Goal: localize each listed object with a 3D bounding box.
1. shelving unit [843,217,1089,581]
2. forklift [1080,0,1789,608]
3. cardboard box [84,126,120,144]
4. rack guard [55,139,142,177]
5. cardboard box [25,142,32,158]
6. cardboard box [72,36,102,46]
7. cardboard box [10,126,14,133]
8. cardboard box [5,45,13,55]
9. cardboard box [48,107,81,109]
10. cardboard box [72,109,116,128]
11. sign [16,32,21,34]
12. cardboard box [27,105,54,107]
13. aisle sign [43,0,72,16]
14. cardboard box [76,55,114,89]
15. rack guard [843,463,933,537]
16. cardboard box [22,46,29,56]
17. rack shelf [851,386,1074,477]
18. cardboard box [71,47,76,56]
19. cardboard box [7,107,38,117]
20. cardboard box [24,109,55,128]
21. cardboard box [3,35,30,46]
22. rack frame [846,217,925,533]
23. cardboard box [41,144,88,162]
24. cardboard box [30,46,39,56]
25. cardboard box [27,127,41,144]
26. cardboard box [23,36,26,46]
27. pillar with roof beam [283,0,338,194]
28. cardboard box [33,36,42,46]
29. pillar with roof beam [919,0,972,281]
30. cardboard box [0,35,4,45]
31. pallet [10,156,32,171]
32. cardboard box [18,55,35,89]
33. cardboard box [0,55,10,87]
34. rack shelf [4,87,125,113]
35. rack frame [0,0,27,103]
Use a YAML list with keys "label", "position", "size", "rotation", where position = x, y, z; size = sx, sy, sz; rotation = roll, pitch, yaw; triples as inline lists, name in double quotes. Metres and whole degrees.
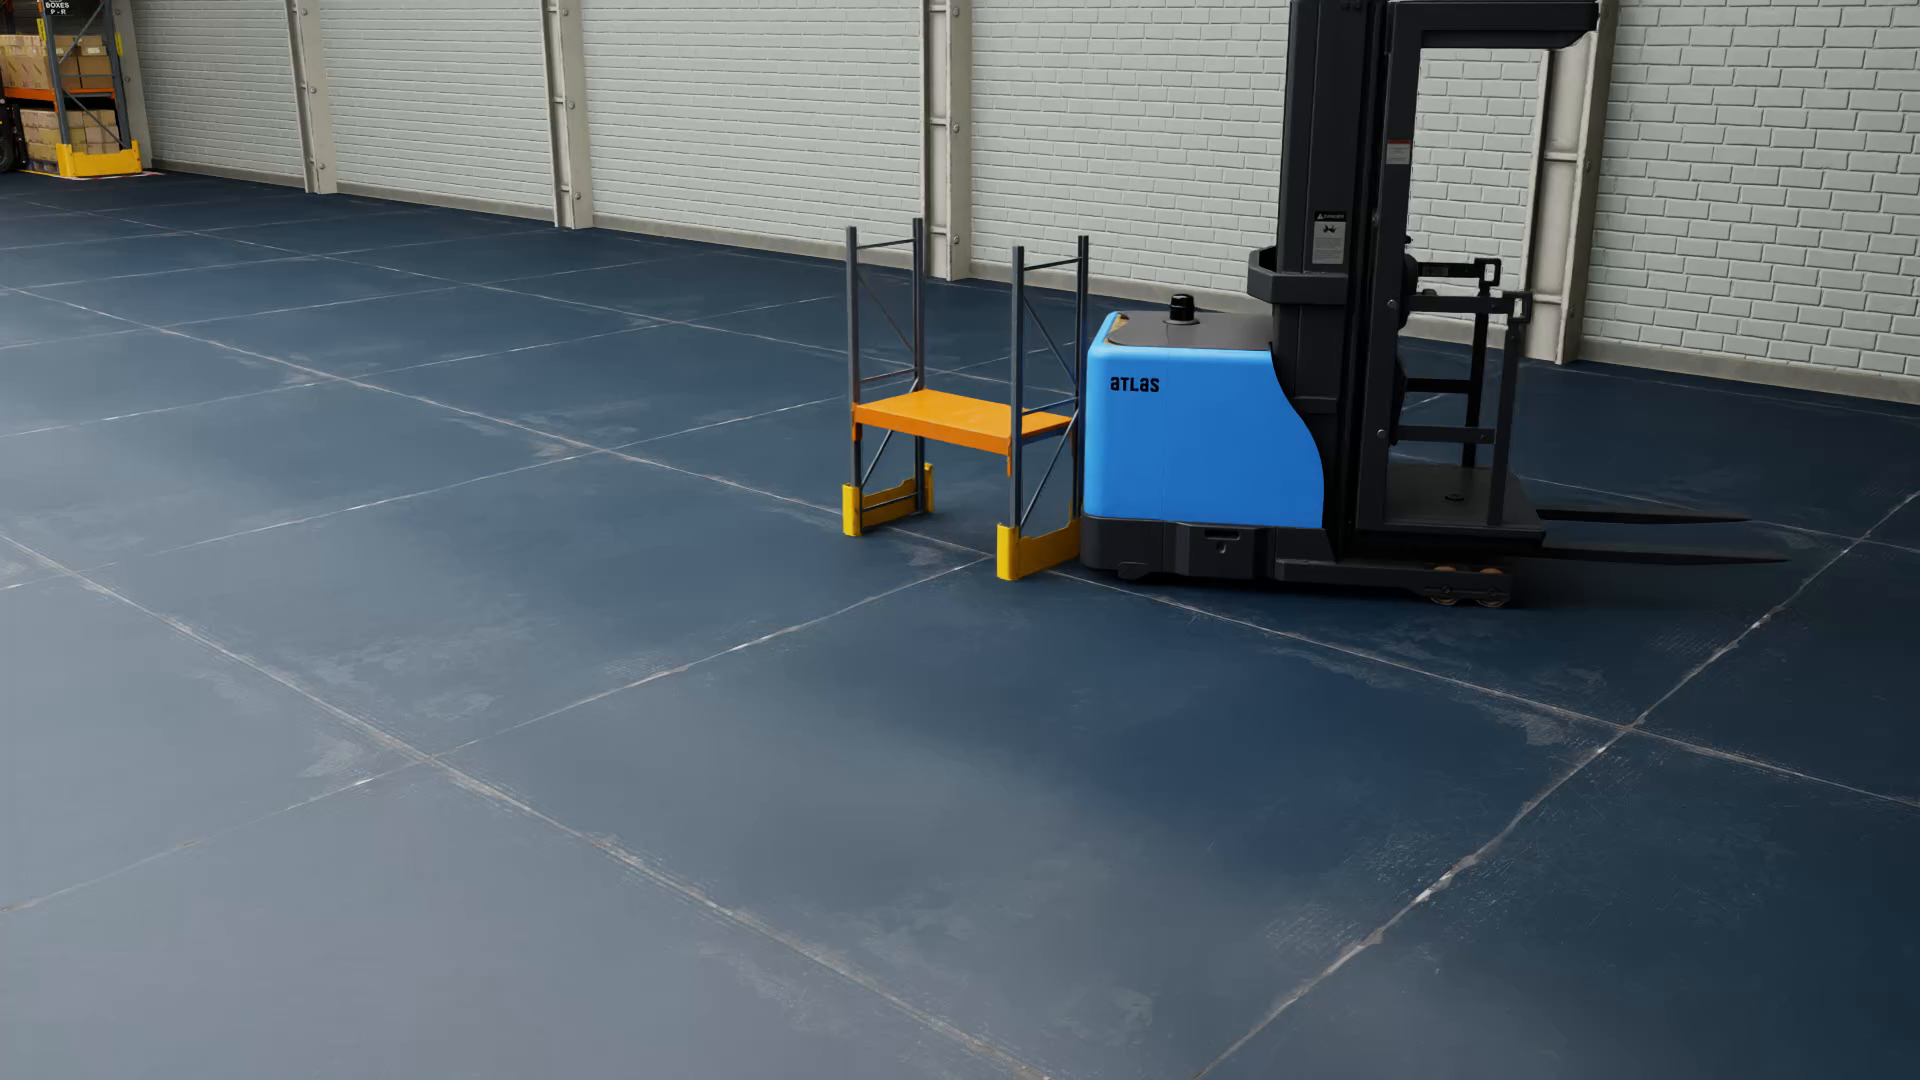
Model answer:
- label: "shelving unit"
  position: [0.016, -0.702, 7.845]
  size: [1.083, 1.500, 0.587]
  rotation: [15, 23, 39]
- label: "forklift"
  position: [2.111, -1.279, 7.296]
  size: [3.031, 2.935, 1.130]
  rotation: [3, 18, 10]
- label: "cardboard box"
  position: [-13.890, -6.529, 26.752]
  size: [0.500, 0.250, 0.500]
  rotation: [16, 23, 40]
- label: "rack guard"
  position: [-13.658, -6.064, 26.393]
  size: [0.348, 0.500, 1.175]
  rotation: [15, 23, 39]
- label: "cardboard box"
  position: [-14.971, -6.377, 27.098]
  size: [0.500, 0.250, 0.500]
  rotation: [15, 23, 40]
- label: "cardboard box"
  position: [-13.786, -7.875, 26.236]
  size: [0.250, 0.149, 0.380]
  rotation: [14, 23, 38]
- label: "cardboard box"
  position: [-15.388, -6.718, 27.347]
  size: [0.500, 0.250, 0.500]
  rotation: [15, 23, 39]
- label: "cardboard box"
  position: [-15.097, -7.875, 26.730]
  size: [0.250, 0.149, 0.380]
  rotation: [15, 23, 40]
- label: "cardboard box"
  position: [-14.653, -6.968, 27.307]
  size: [0.500, 0.250, 0.500]
  rotation: [15, 23, 39]
- label: "cardboard box"
  position: [-13.910, -6.766, 26.670]
  size: [0.500, 0.250, 0.500]
  rotation: [15, 23, 38]
- label: "sign"
  position: [-16.301, -8.640, 28.814]
  size: [0.005, 0.325, 0.100]
  rotation: [15, 23, 39]
- label: "cardboard box"
  position: [-15.413, -7.171, 27.948]
  size: [0.500, 0.250, 0.500]
  rotation: [15, 23, 40]
- label: "aisle sign"
  position: [-13.822, -8.420, 25.385]
  size: [0.004, 0.787, 0.394]
  rotation: [15, 23, 39]
- label: "cardboard box"
  position: [-13.862, -7.470, 26.526]
  size: [0.500, 0.500, 0.500]
  rotation: [16, 24, 41]
- label: "rack guard"
  position: [-0.356, -0.207, 8.350]
  size: [0.087, 0.250, 0.587]
  rotation: [15, 23, 39]
- label: "cardboard box"
  position: [-14.664, -7.786, 26.449]
  size: [0.250, 0.149, 0.380]
  rotation: [15, 23, 39]
- label: "rack shelf"
  position: [0.023, -0.529, 7.894]
  size: [1.000, 0.185, 0.538]
  rotation: [15, 23, 39]
- label: "cardboard box"
  position: [-13.985, -7.779, 26.427]
  size: [0.250, 0.149, 0.380]
  rotation: [15, 23, 39]
- label: "cardboard box"
  position: [-15.371, -6.952, 27.257]
  size: [0.500, 0.250, 0.500]
  rotation: [14, 23, 38]
- label: "cardboard box"
  position: [-14.613, -6.749, 26.619]
  size: [0.500, 0.250, 0.500]
  rotation: [16, 23, 40]
- label: "cardboard box"
  position: [-15.105, -8.017, 26.684]
  size: [0.250, 0.149, 0.380]
  rotation: [16, 23, 40]
- label: "rack frame"
  position: [-0.357, -0.803, 8.162]
  size: [0.032, 1.500, 0.500]
  rotation: [15, 23, 39]
- label: "cardboard box"
  position: [-14.237, -6.173, 26.454]
  size: [0.500, 0.250, 0.500]
  rotation: [15, 23, 40]
- label: "cardboard box"
  position: [-14.332, -7.668, 26.076]
  size: [0.250, 0.149, 0.380]
  rotation: [16, 23, 40]
- label: "cardboard box"
  position: [-14.616, -6.518, 26.716]
  size: [0.500, 0.250, 0.500]
  rotation: [15, 23, 39]
- label: "cardboard box"
  position: [-14.640, -7.939, 26.438]
  size: [0.250, 0.149, 0.380]
  rotation: [15, 23, 40]
- label: "pillar with roof beam"
  position: [-11.969, -8.285, 19.340]
  size: [0.400, 9.000, 9.100]
  rotation: [15, 23, 39]
- label: "cardboard box"
  position: [-14.289, -7.826, 26.082]
  size: [0.250, 0.149, 0.380]
  rotation: [15, 23, 39]
- label: "pillar with roof beam"
  position: [-2.993, -5.875, 11.748]
  size: [0.400, 9.000, 9.100]
  rotation: [15, 23, 39]
- label: "cardboard box"
  position: [-15.412, -8.144, 27.085]
  size: [0.250, 0.149, 0.380]
  rotation: [15, 23, 39]
- label: "pallet"
  position: [-15.184, -6.320, 27.677]
  size: [1.213, 0.211, 1.003]
  rotation: [15, 23, 39]
- label: "cardboard box"
  position: [-14.600, -7.454, 26.473]
  size: [0.500, 0.500, 0.500]
  rotation: [16, 24, 41]
- label: "cardboard box"
  position: [-15.367, -7.655, 27.108]
  size: [0.500, 0.500, 0.500]
  rotation: [15, 23, 40]
- label: "rack shelf"
  position: [-15.172, -7.319, 27.404]
  size: [4.000, 0.370, 1.077]
  rotation: [15, 23, 39]
- label: "rack frame"
  position: [-16.668, -8.063, 28.560]
  size: [0.127, 3.000, 1.000]
  rotation: [15, 23, 39]
